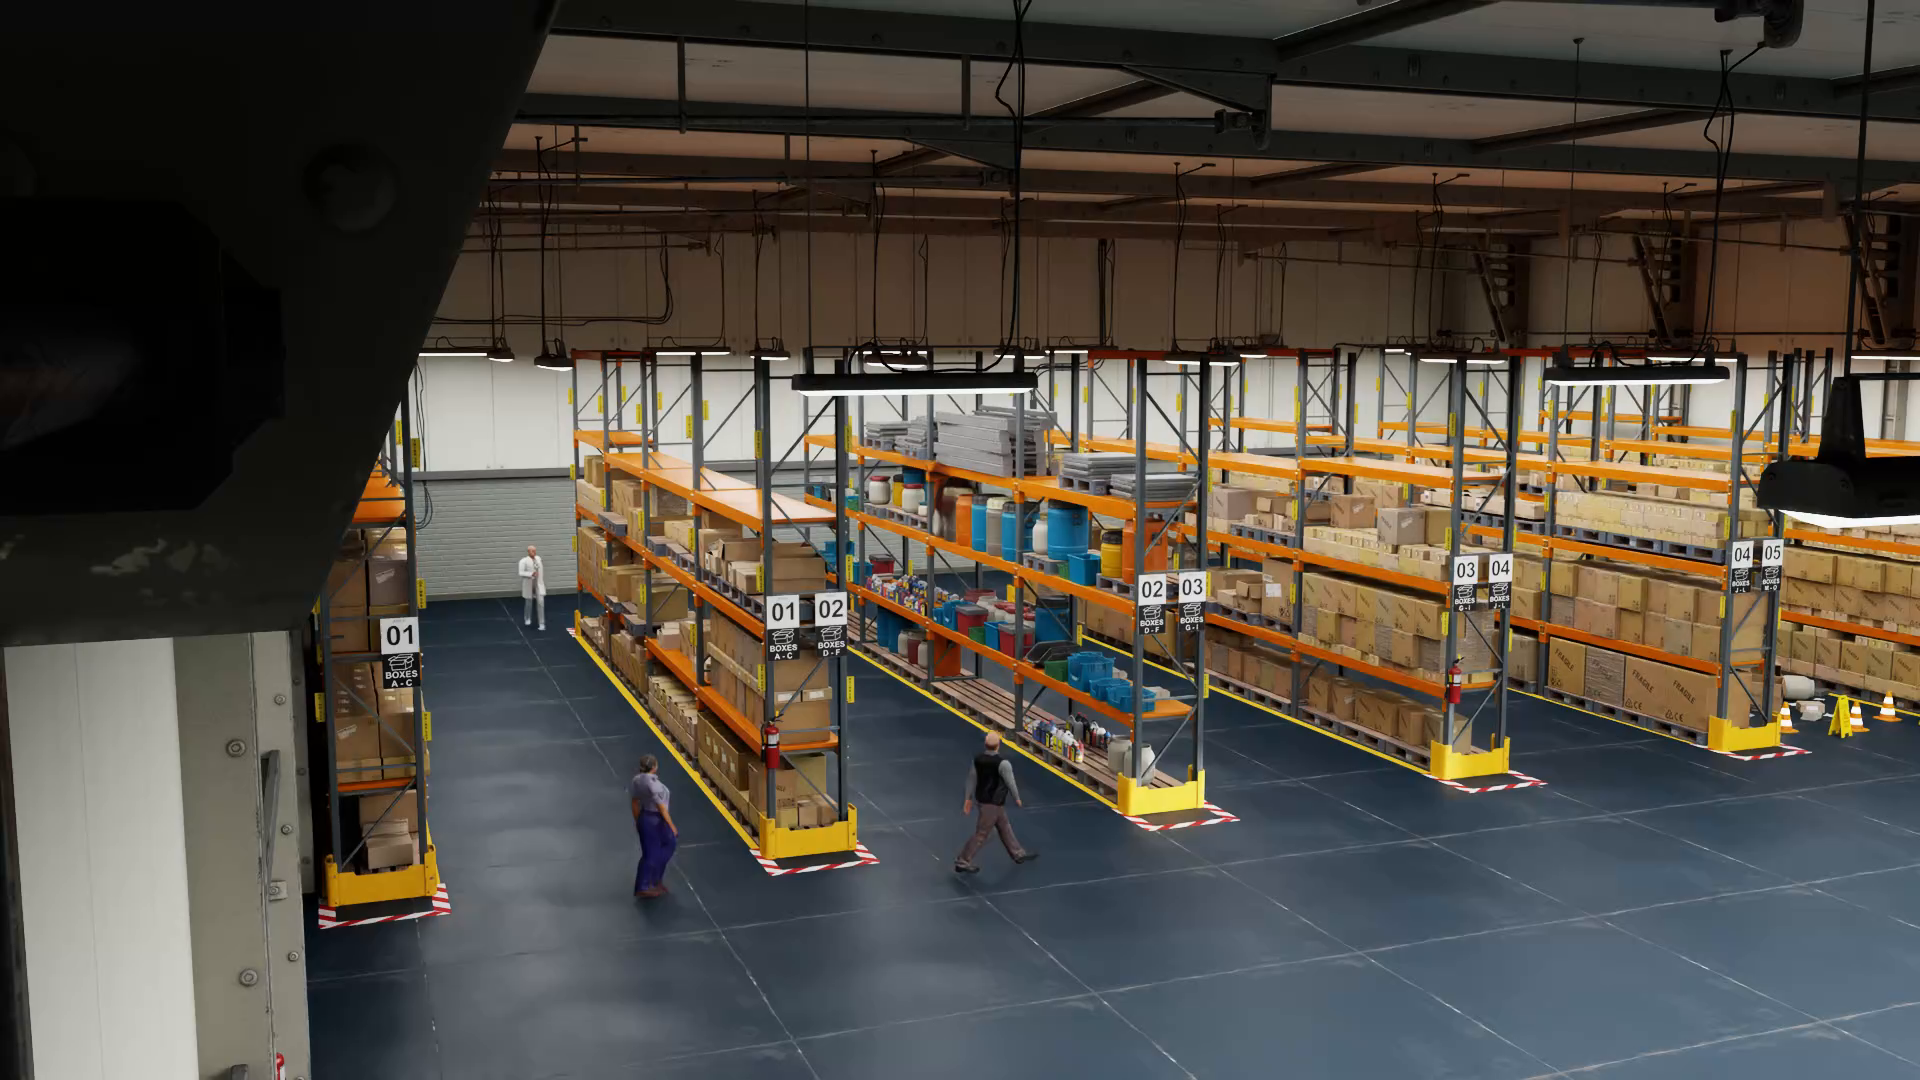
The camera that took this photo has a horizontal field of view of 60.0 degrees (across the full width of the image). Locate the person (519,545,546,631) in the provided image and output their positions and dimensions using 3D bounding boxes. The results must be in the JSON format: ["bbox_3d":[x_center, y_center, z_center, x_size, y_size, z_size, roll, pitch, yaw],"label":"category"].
[{"bbox_3d":[-9.192,1.032,35.749,0.603,1.809,0.839,-4,8,-27],"label":"person"}]

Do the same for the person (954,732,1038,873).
[{"bbox_3d":[0.363,3.042,19.491,0.903,1.599,0.462,-1,7,-11],"label":"person"}]

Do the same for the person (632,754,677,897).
[{"bbox_3d":[-3.427,3.209,18.669,0.502,1.673,0.495,-1,7,-11],"label":"person"}]
